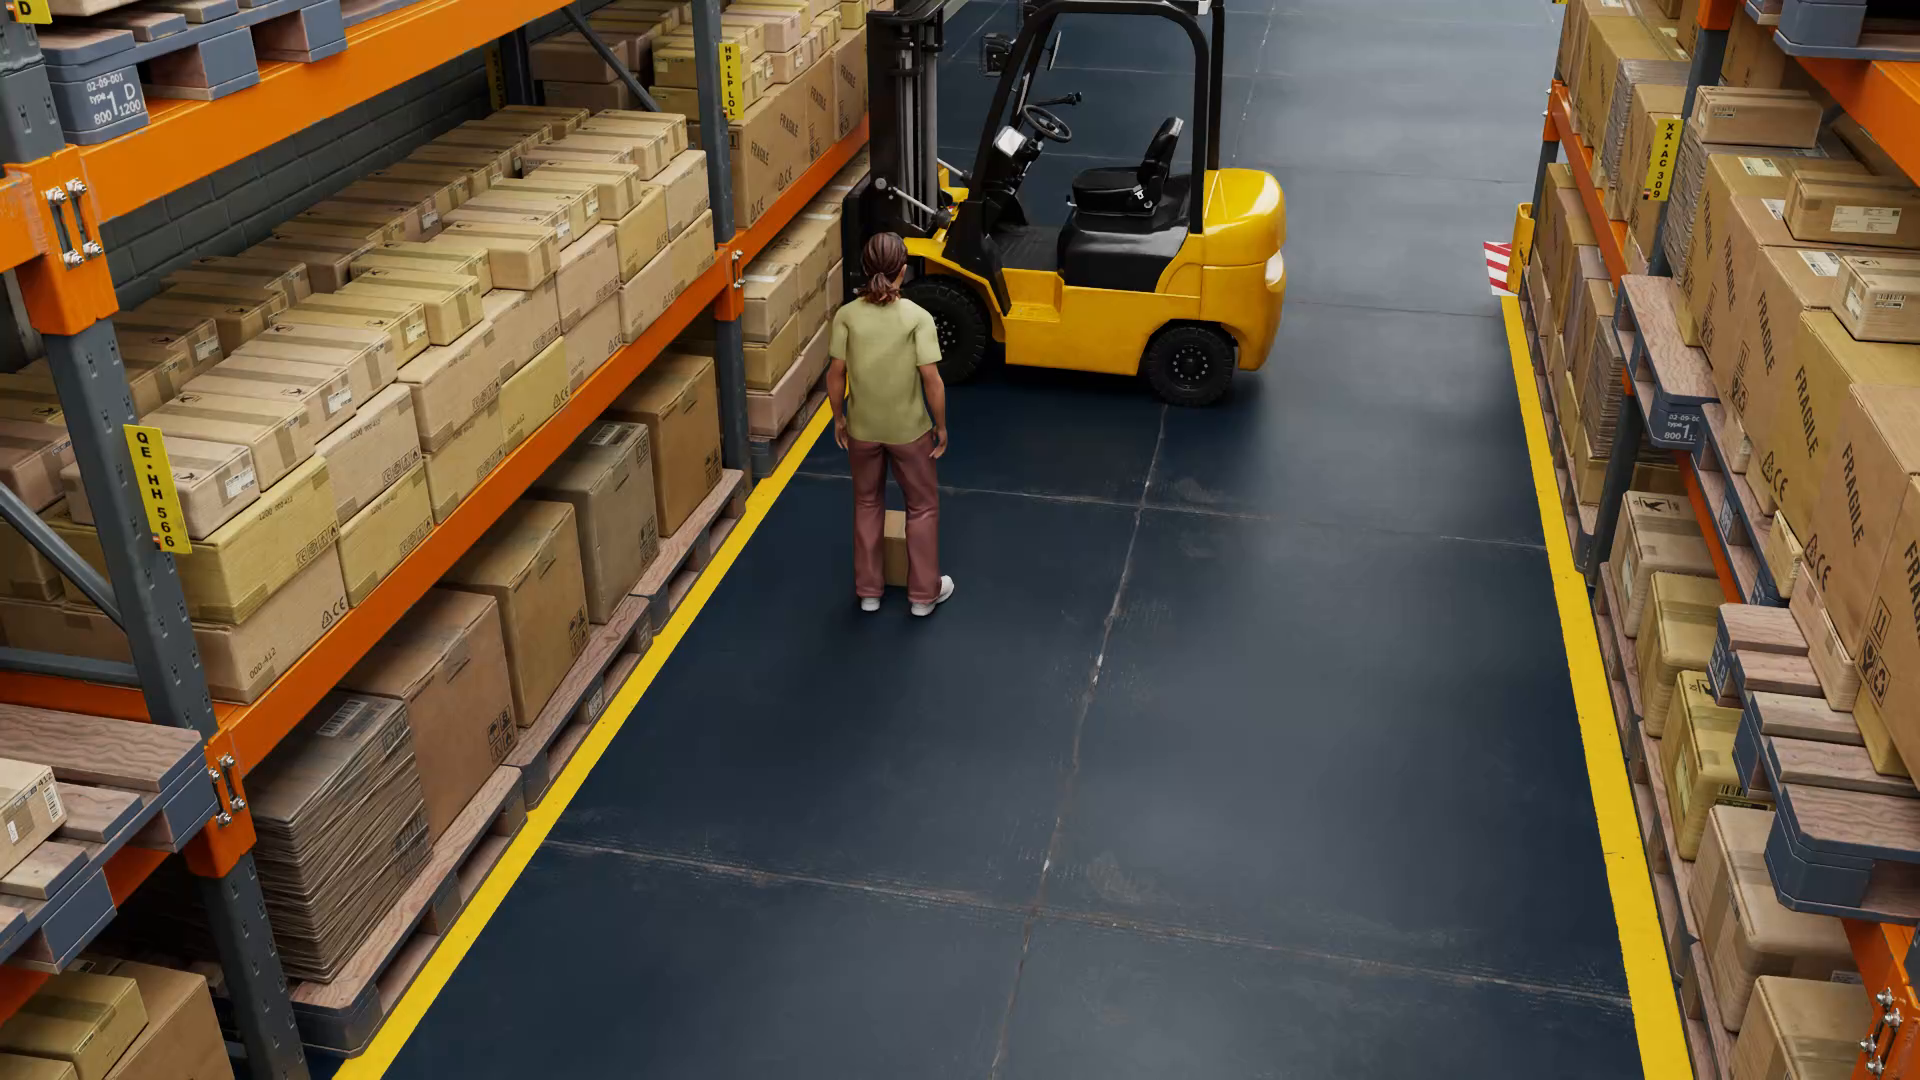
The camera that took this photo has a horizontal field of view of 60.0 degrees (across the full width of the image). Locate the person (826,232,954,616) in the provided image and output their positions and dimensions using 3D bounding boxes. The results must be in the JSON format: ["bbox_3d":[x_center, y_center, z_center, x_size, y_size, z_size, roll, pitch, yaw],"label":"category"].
[{"bbox_3d":[-0.293,-0.463,6.965,0.496,1.672,0.359,6,29,10],"label":"person"}]
